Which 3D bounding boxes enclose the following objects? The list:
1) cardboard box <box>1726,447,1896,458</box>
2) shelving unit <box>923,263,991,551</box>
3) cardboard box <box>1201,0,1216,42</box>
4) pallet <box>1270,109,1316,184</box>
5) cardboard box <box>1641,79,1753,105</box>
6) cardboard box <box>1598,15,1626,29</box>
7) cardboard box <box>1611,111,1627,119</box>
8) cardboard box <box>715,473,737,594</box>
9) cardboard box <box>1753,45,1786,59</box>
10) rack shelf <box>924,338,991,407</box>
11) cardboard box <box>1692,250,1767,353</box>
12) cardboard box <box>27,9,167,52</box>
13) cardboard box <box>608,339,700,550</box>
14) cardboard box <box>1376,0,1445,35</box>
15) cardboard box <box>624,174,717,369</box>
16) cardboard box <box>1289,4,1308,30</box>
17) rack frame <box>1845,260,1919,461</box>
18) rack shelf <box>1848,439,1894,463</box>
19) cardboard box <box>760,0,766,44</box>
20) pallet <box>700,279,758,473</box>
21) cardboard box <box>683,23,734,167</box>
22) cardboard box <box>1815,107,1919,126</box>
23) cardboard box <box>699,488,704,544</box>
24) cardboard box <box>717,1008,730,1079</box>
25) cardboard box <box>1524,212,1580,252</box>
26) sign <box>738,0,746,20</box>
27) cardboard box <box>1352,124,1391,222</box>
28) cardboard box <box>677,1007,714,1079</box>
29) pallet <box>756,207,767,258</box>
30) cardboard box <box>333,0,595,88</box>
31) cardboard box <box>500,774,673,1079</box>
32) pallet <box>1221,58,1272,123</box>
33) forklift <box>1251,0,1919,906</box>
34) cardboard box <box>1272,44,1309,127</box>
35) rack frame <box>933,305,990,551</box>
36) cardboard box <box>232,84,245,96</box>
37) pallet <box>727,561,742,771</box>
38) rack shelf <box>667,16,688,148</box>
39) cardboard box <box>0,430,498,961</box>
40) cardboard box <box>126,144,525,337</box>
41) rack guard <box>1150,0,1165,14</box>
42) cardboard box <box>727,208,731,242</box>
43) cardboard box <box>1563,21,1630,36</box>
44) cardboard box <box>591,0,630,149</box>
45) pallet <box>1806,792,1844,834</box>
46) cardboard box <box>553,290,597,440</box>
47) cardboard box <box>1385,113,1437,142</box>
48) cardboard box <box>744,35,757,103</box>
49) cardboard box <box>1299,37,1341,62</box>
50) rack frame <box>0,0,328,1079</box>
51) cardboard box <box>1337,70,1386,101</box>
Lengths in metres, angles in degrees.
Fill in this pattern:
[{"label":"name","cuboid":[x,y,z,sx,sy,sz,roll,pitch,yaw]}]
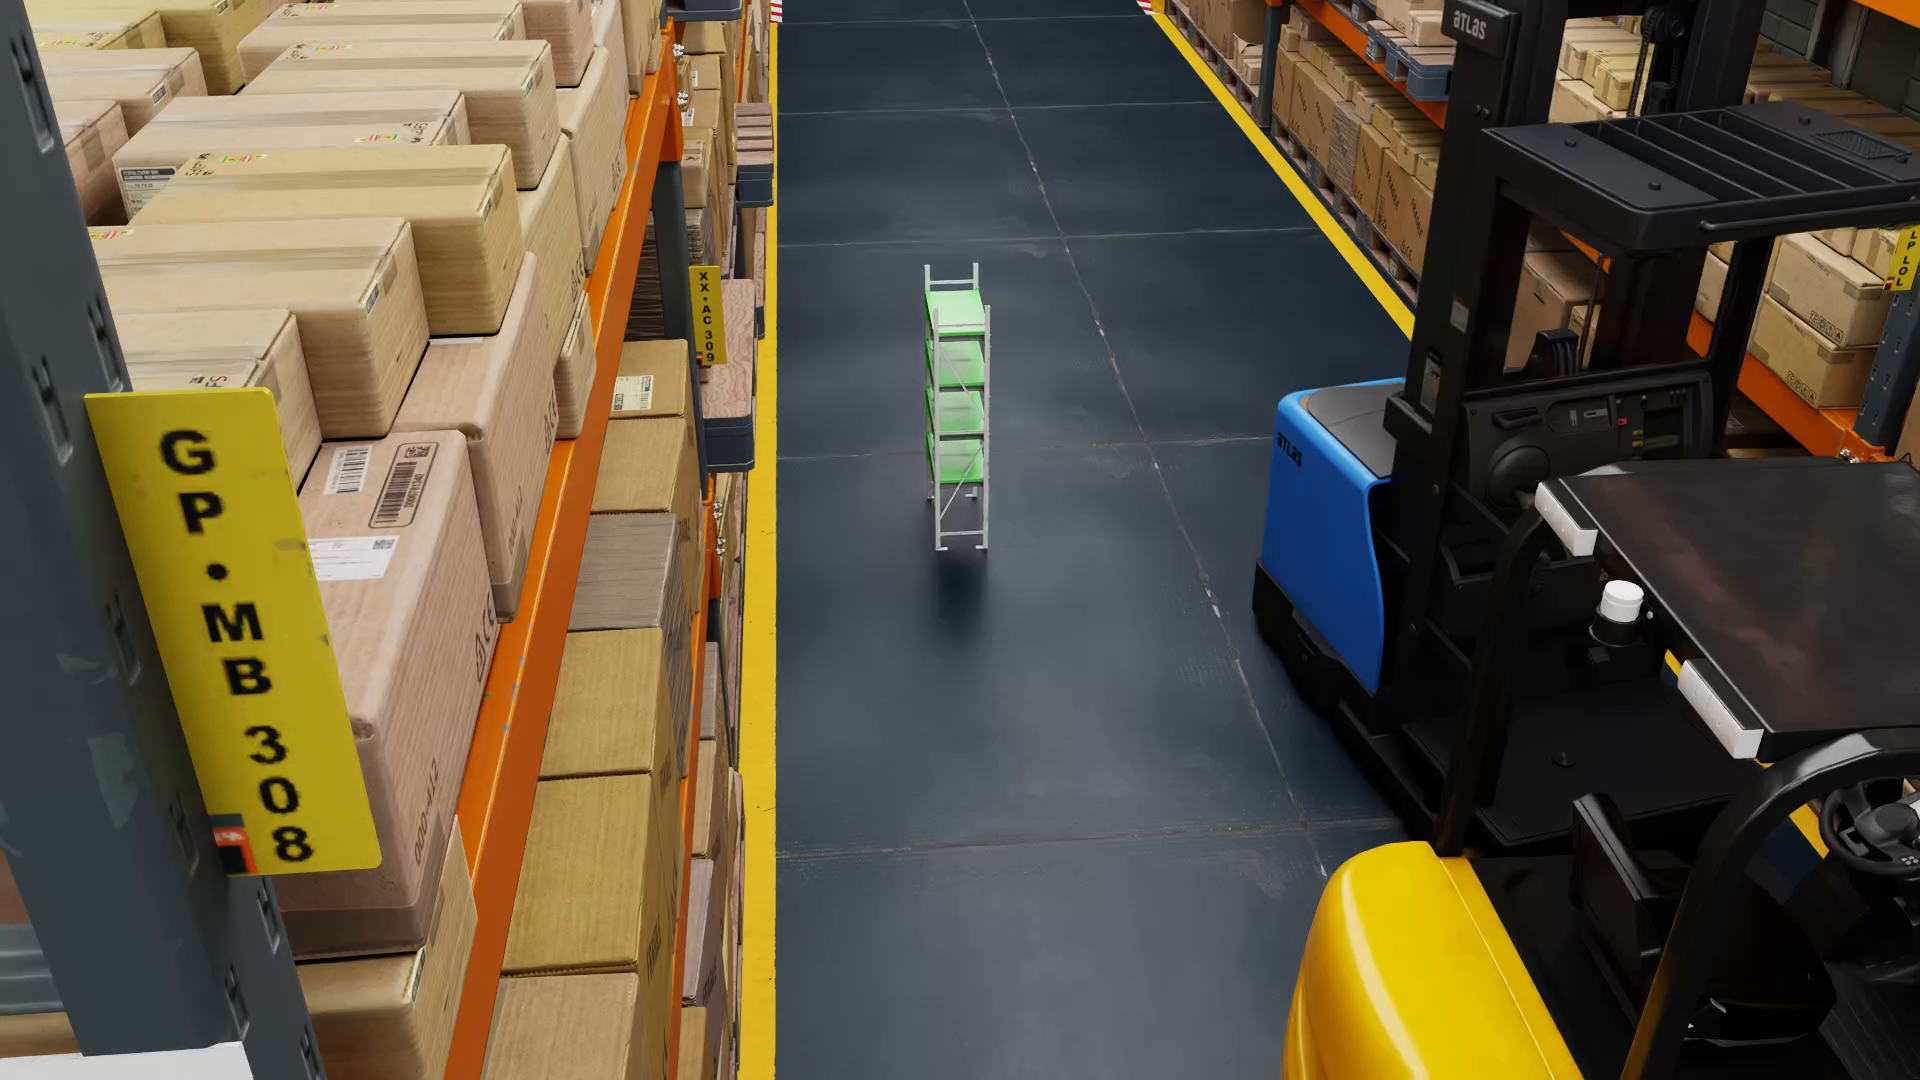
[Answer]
[{"label":"cardboard box","cuboid":[3.561,0.044,6.657,0.875,0.625,0.625,-1,31,-2]},{"label":"shelving unit","cuboid":[-0.015,-0.600,7.584,0.258,1.200,0.503,-3,31,-5]},{"label":"cardboard box","cuboid":[2.453,-4.733,14.777,0.500,0.500,0.500,-2,31,-4]},{"label":"pallet","cuboid":[2.987,-3.003,12.572,1.003,0.211,1.213,-3,31,-5]},{"label":"cardboard box","cuboid":[3.235,-1.929,7.325,0.380,0.149,0.250,-3,31,-5]},{"label":"cardboard box","cuboid":[3.479,-2.736,8.676,0.380,0.149,0.250,-2,31,-3]},{"label":"cardboard box","cuboid":[3.195,-1.700,7.330,0.500,0.250,0.500,-2,31,-4]},{"label":"cardboard box","cuboid":[-1.443,0.024,6.938,0.950,0.372,0.625,-1,31,-1]},{"label":"cardboard box","cuboid":[3.617,-2.214,7.801,0.380,0.149,0.250,-3,31,-5]},{"label":"rack shelf","cuboid":[-0.016,-0.751,7.494,0.258,0.148,0.480,-3,31,-5]},{"label":"cardboard box","cuboid":[3.261,-0.966,6.588,0.500,0.250,0.500,-3,31,-5]},{"label":"cardboard box","cuboid":[-1.450,-0.709,2.555,0.380,0.149,0.250,-2,31,-3]},{"label":"cardboard box","cuboid":[-1.032,-0.245,4.848,0.500,0.500,0.500,-4,31,-6]},{"label":"cardboard box","cuboid":[2.826,-3.210,9.936,0.500,0.250,0.500,-4,31,-7]},{"label":"cardboard box","cuboid":[-1.079,-0.893,5.524,0.500,0.500,0.500,-2,31,-3]},{"label":"cardboard box","cuboid":[2.702,-3.934,12.516,0.380,0.149,0.250,-3,31,-5]},{"label":"rack frame","cuboid":[3.621,-0.529,5.711,1.000,3.000,0.127,-3,31,-5]},{"label":"rack shelf","cuboid":[3.808,0.801,4.186,1.077,0.370,4.000,-3,31,-5]},{"label":"cardboard box","cuboid":[-2.187,-4.697,14.778,0.875,0.438,0.875,-2,31,-3]},{"label":"pallet","cuboid":[-1.248,-0.604,6.024,1.003,0.211,1.213,-3,31,-5]},{"label":"cardboard box","cuboid":[-1.268,-1.943,7.280,0.500,0.500,0.500,-5,31,-8]},{"label":"cardboard box","cuboid":[3.735,-1.694,6.930,0.380,0.149,0.250,-3,31,-5]},{"label":"cardboard box","cuboid":[-0.987,-0.032,5.124,0.380,0.149,0.250,-3,31,-5]},{"label":"cardboard box","cuboid":[-0.896,1.531,4.534,0.500,0.250,0.500,-2,31,-4]},{"label":"cardboard box","cuboid":[3.292,-1.413,9.097,0.875,0.625,0.625,-2,31,-3]},{"label":"sign","cuboid":[-1.155,-2.826,8.504,0.100,0.325,0.005,-3,31,-5]},{"label":"cardboard box","cuboid":[2.906,-2.407,10.883,0.500,0.500,0.500,-1,31,-2]},{"label":"cardboard box","cuboid":[-0.842,1.471,3.904,0.500,0.500,0.500,-2,31,-4]},{"label":"pallet","cuboid":[-1.804,-2.162,11.164,1.003,0.211,1.213,-3,31,-5]},{"label":"cardboard box","cuboid":[-0.834,-0.873,2.829,0.380,0.149,0.250,-2,31,-4]},{"label":"cardboard box","cuboid":[-0.816,0.803,3.094,0.500,0.500,0.500,-3,31,-6]},{"label":"pallet","cuboid":[2.810,-3.767,13.851,1.003,0.211,1.213,-3,31,-5]},{"label":"forklift","cuboid":[2.152,-0.269,5.342,1.130,2.935,3.031,-9,32,-14]},{"label":"cardboard box","cuboid":[2.694,-3.463,12.651,0.500,0.500,0.500,-1,31,-2]},{"label":"rack frame","cuboid":[0.007,-0.475,7.375,0.240,1.200,0.015,-3,31,-5]},{"label":"cardboard box","cuboid":[-1.412,-0.626,2.804,0.500,0.250,0.500,-2,31,-4]},{"label":"pallet","cuboid":[-1.395,0.510,6.690,1.003,0.211,1.213,-3,31,-5]},{"label":"rack shelf","cuboid":[-1.508,-2.290,6.434,1.077,0.370,4.000,-3,31,-5]},{"label":"cardboard box","cuboid":[-0.729,0.132,1.535,0.500,0.250,0.500,-3,31,-5]},{"label":"cardboard box","cuboid":[-0.728,-0.351,1.955,0.380,0.149,0.250,-3,31,-5]},{"label":"rack guard","cuboid":[2.507,-5.544,16.544,1.175,0.500,0.348,-3,31,-5]},{"label":"cardboard box","cuboid":[-1.152,-1.326,6.880,0.380,0.149,0.250,-2,31,-3]},{"label":"cardboard box","cuboid":[3.059,-2.450,8.196,0.380,0.149,0.250,-2,31,-3]},{"label":"cardboard box","cuboid":[-0.930,-0.909,3.278,0.500,0.250,0.500,-3,31,-5]},{"label":"pallet","cuboid":[3.653,1.076,5.743,1.003,0.211,1.213,-3,31,-5]},{"label":"cardboard box","cuboid":[-0.780,-0.272,2.599,0.380,0.149,0.250,-2,31,-4]},{"label":"cardboard box","cuboid":[2.932,-2.608,10.587,0.380,0.149,0.250,-2,31,-3]},{"label":"cardboard box","cuboid":[-1.839,-2.868,11.290,0.875,0.875,0.875,-2,31,-3]},{"label":"cardboard box","cuboid":[2.745,-3.666,12.357,0.380,0.149,0.250,-4,31,-6]},{"label":"rack frame","cuboid":[-0.944,-0.823,0.352,0.949,2.616,0.053,-3,31,-5]},{"label":"cardboard box","cuboid":[2.826,-3.140,11.477,0.380,0.149,0.250,-2,31,-3]}]
